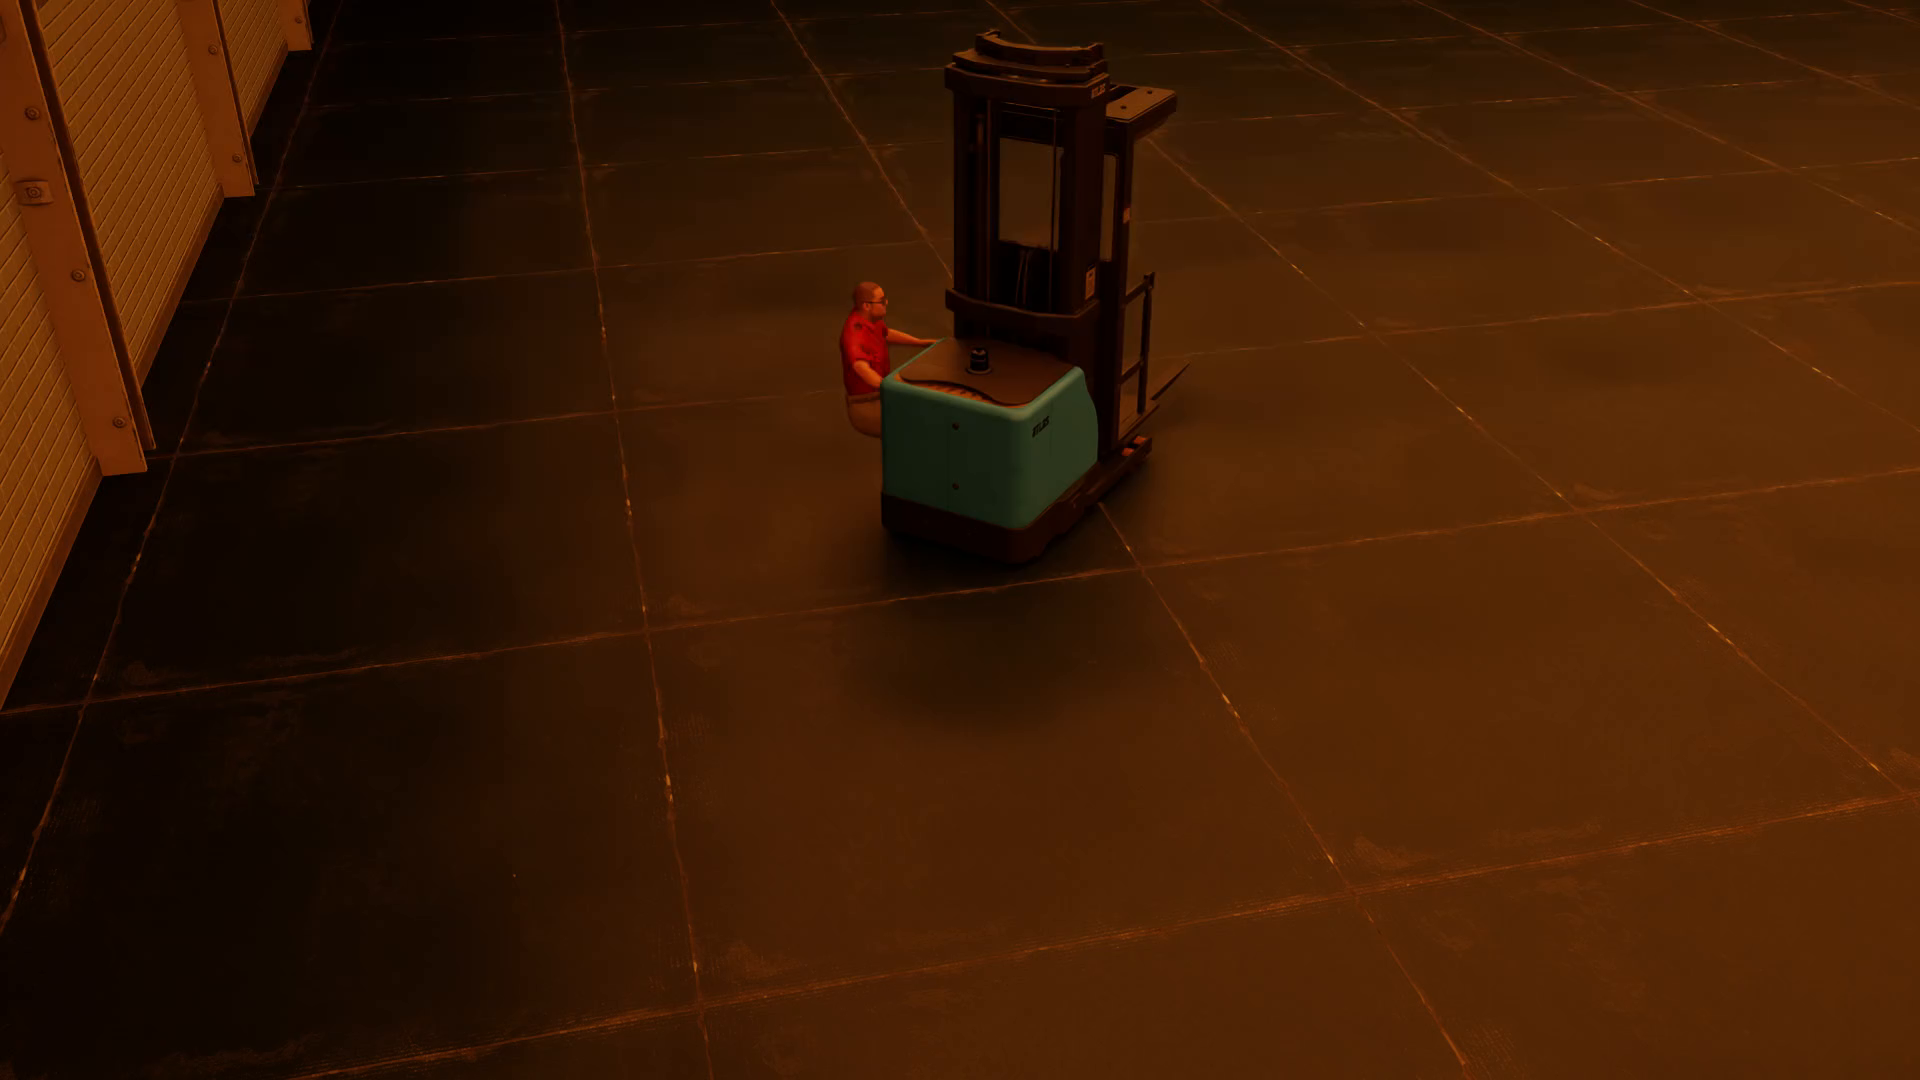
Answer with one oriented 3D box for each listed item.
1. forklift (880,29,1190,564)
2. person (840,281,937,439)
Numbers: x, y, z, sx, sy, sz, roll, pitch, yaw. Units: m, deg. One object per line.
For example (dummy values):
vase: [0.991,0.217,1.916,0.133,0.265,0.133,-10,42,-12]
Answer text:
forklift: [0.668,-1.831,10.737,1.130,2.935,3.031,16,34,25]
person: [-0.331,-0.936,10.640,0.846,1.491,0.881,-3,30,-5]
